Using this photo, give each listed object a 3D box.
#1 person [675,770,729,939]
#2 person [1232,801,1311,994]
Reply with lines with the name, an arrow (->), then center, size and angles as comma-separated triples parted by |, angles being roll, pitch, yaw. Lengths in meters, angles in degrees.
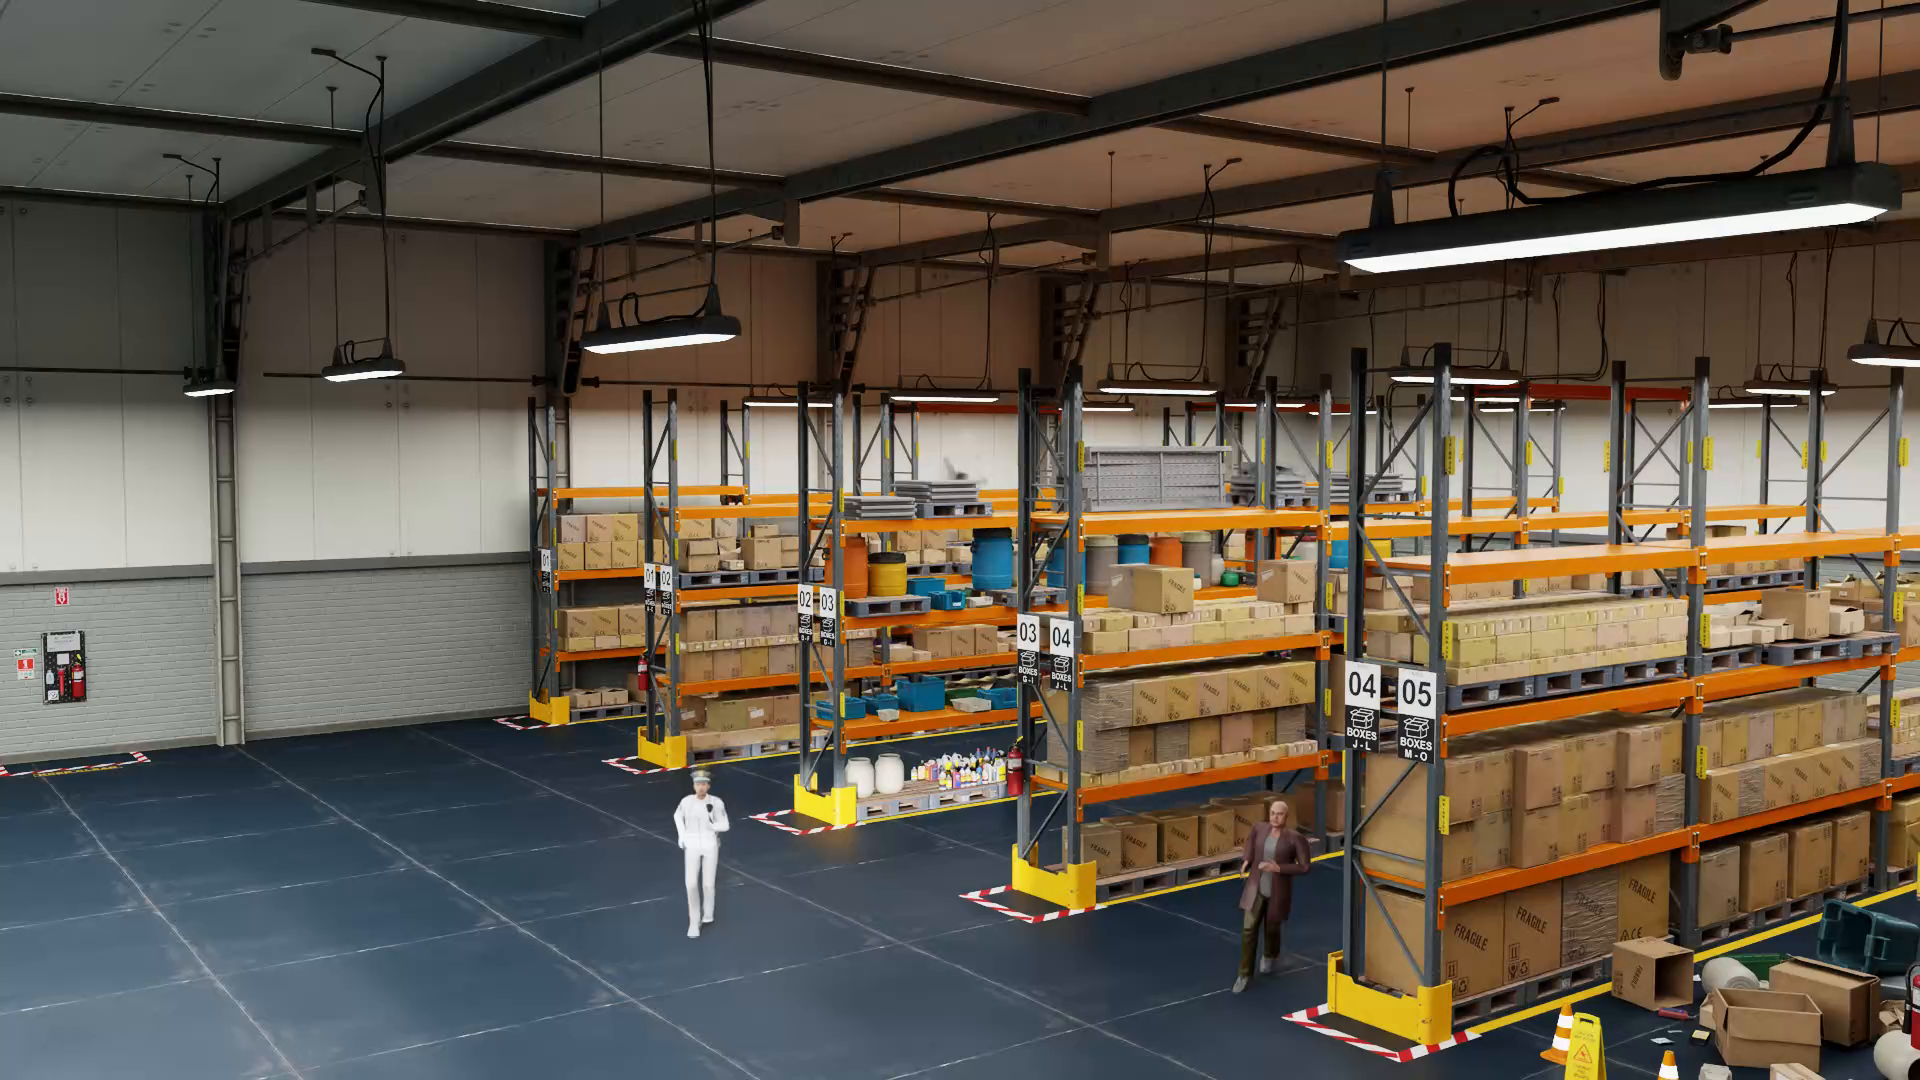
person -> -2.724, 3.285, 17.519 | 0.593, 1.751, 0.695 | 0, 3, -4
person -> 2.994, 3.367, 15.787 | 0.698, 1.817, 0.896 | 2, 4, 28
